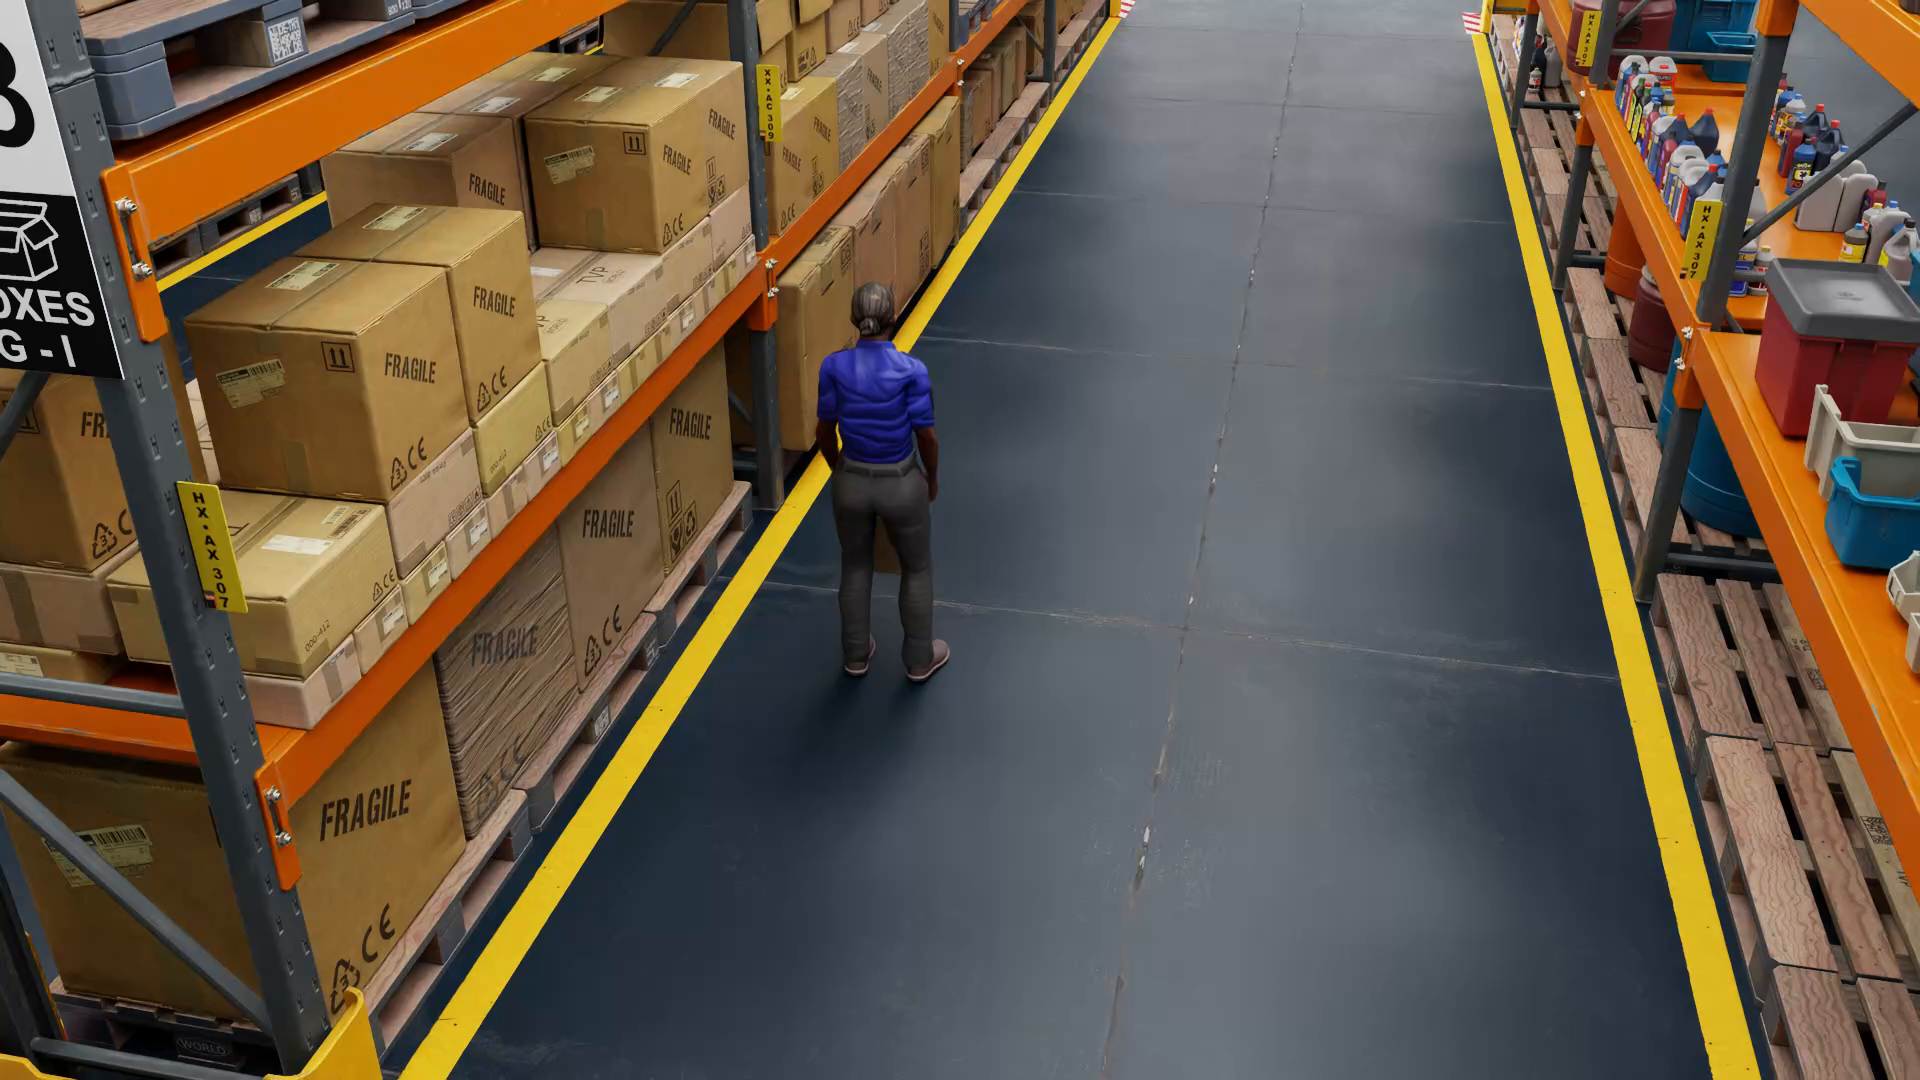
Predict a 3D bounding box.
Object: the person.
[{"bbox_3d":[-0.305,-0.200,6.501,0.494,1.645,0.345,5,29,9],"label":"person"}]
